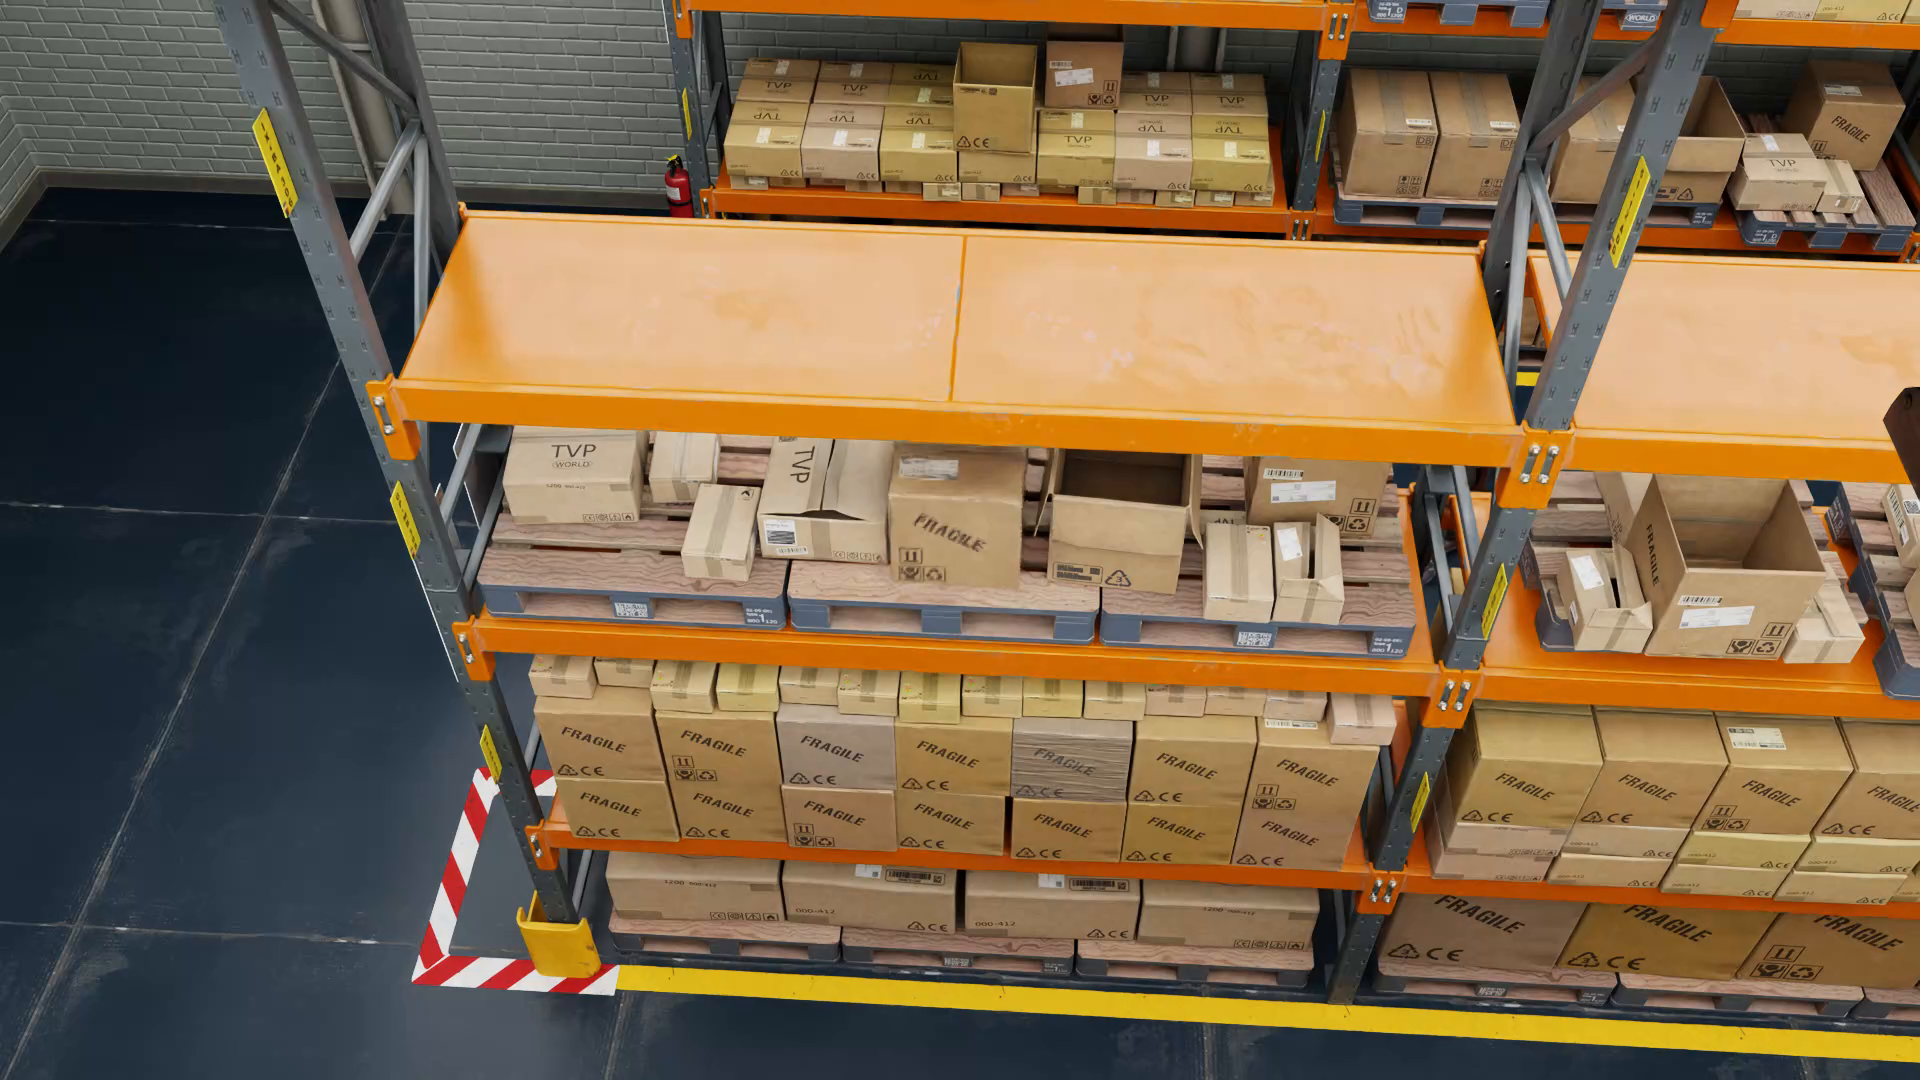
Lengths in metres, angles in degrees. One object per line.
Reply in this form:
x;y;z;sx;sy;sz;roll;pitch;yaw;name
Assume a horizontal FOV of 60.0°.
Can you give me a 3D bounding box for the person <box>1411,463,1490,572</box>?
2.987;-0.451;10.072;0.555;1.697;0.465;-11;49;-10;person
